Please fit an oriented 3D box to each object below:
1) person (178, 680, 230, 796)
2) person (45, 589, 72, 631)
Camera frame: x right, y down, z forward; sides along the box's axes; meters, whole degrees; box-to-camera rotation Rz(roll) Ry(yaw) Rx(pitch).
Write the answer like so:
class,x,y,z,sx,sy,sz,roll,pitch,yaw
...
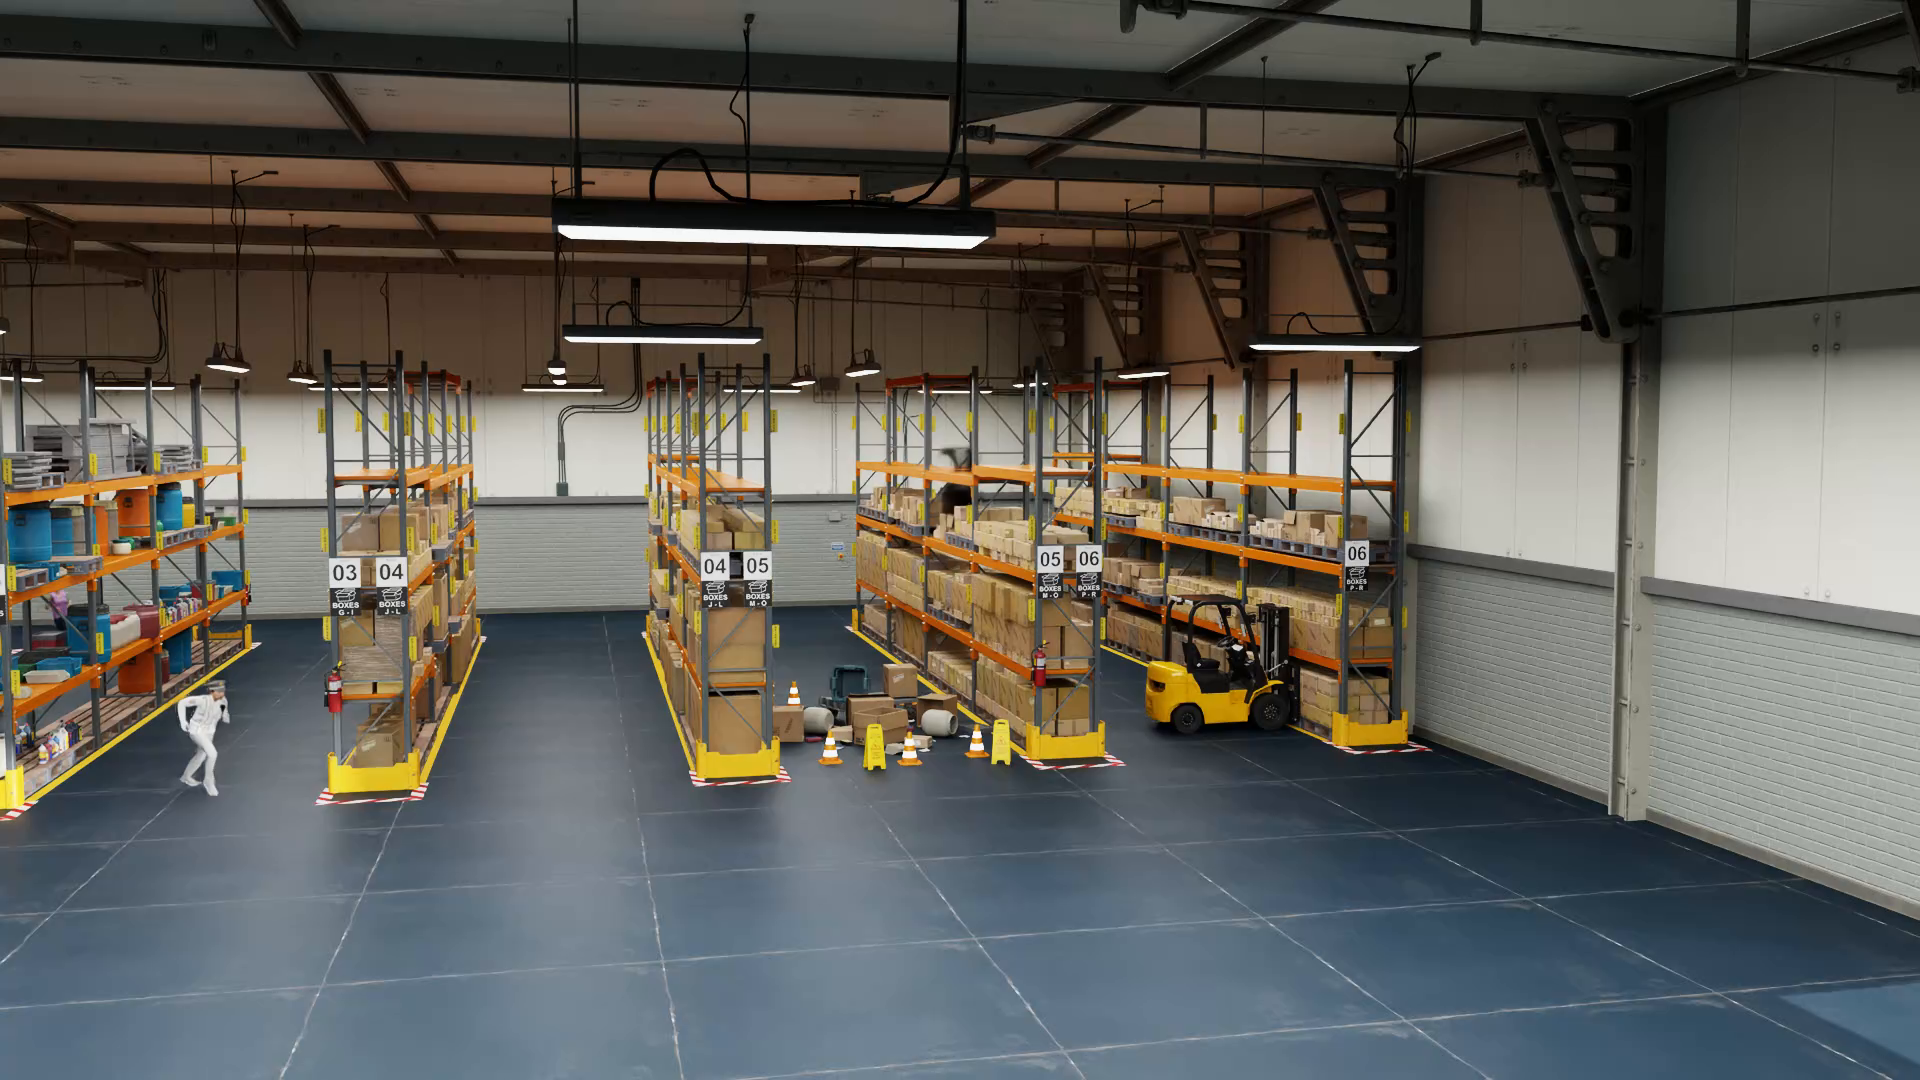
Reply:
class,x,y,z,sx,sy,sz,roll,pitch,yaw
person,-10.293,2.679,22.541,0.946,1.602,0.663,2,5,29
person,-19.774,1.698,36.518,0.702,1.566,0.576,4,5,42
